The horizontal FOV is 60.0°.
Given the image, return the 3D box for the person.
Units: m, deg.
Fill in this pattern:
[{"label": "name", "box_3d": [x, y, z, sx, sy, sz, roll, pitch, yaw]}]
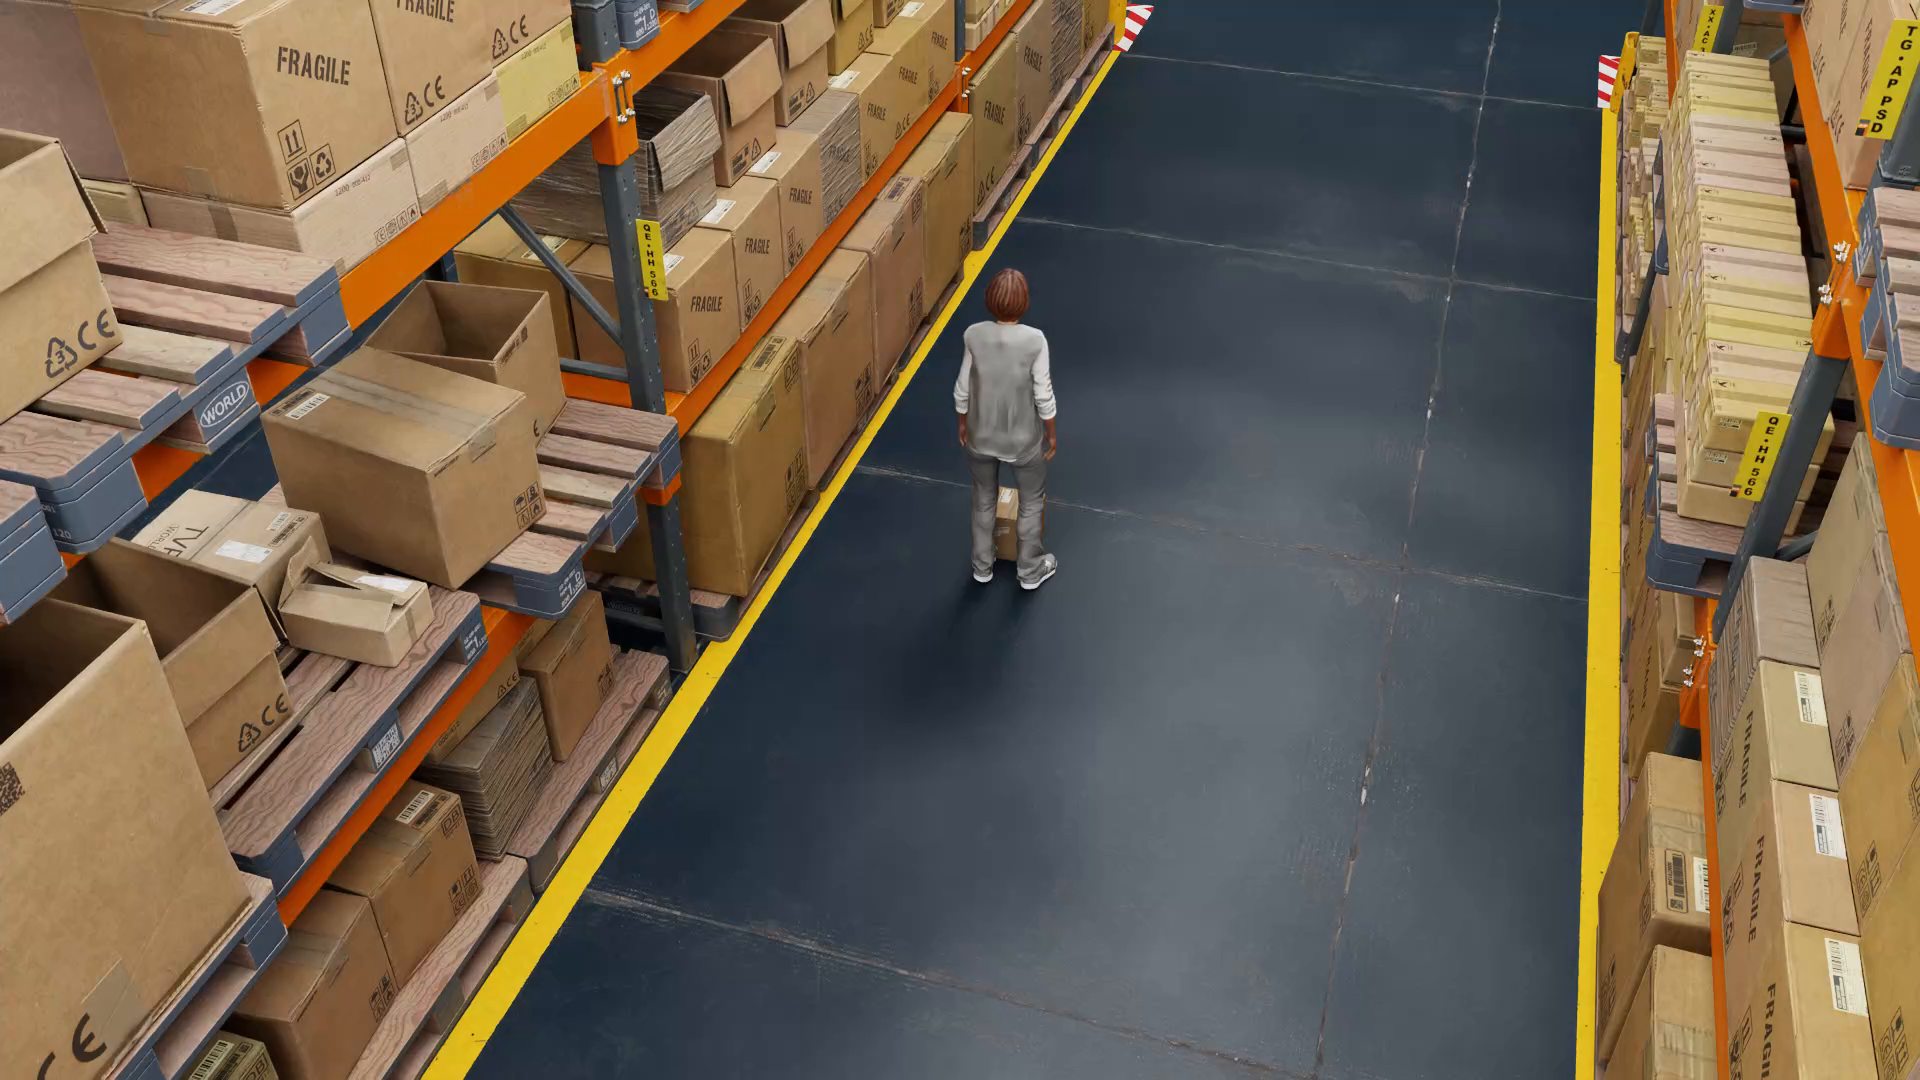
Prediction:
[{"label": "person", "box_3d": [0.210, -0.468, 7.508, 0.472, 1.591, 0.350, 10, 39, 13]}]
